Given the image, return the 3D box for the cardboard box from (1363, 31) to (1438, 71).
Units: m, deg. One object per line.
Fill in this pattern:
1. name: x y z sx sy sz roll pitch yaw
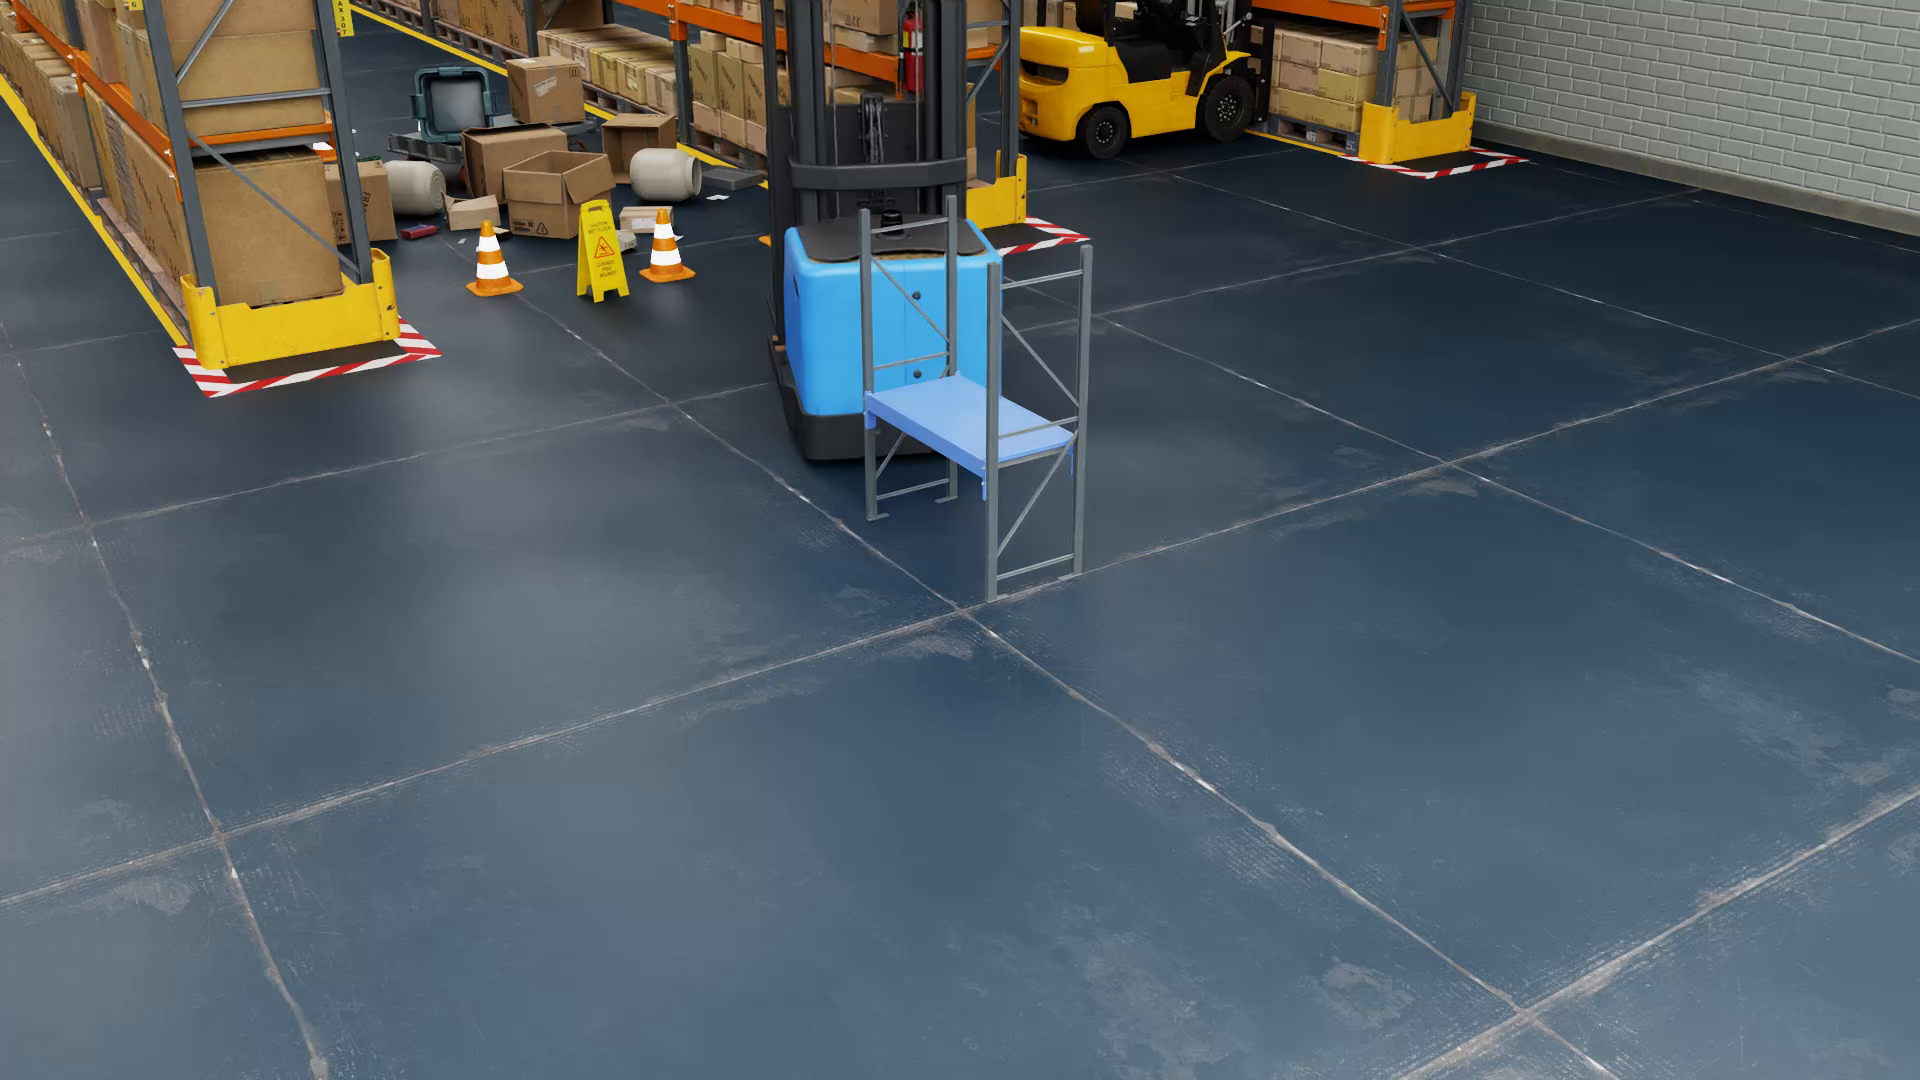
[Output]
1. cardboard box: 4.052 -4.526 15.383 0.500 0.250 0.500 -16 30 -30

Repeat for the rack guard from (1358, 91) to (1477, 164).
1. rack guard: 4.169 -3.773 15.156 1.175 0.500 0.348 -16 29 -30

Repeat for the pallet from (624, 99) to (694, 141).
1. pallet: -2.610 -4.202 16.403 1.003 0.211 1.213 -16 29 -30

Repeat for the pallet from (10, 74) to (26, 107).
1. pallet: -9.547 -4.880 17.841 1.003 0.211 1.213 -16 29 -30

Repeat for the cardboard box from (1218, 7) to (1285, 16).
1. cardboard box: 2.957 -5.248 16.912 0.500 0.250 0.500 -15 29 -29

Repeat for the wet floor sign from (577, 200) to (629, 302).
1. wet floor sign: -2.418 -1.950 11.126 0.267 0.644 0.232 -22 33 -38

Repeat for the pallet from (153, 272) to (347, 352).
1. pallet: -4.595 -1.571 10.830 1.003 0.211 1.213 -16 29 -30

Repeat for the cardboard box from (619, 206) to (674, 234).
1. cardboard box: -2.408 -2.462 12.792 0.380 0.149 0.250 -1 25 -3

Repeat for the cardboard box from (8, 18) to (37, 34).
1. cardboard box: -9.053 -5.008 16.402 0.500 0.250 0.500 -16 30 -31

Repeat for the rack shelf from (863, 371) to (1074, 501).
1. rack shelf: 0.047 -0.485 7.442 0.538 0.185 1.000 -16 29 -30

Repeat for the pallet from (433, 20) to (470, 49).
1. pallet: -6.067 -6.526 21.328 1.003 0.211 1.213 -16 29 -30

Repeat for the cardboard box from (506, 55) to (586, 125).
1. cardboard box: -3.659 -3.971 14.689 0.500 0.500 0.500 -16 29 -30

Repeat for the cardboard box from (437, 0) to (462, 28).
1. cardboard box: -6.146 -7.072 21.214 0.875 0.875 0.875 -15 29 -28

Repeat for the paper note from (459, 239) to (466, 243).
1. paper note: -3.740 -2.248 12.501 0.032 0.001 0.123 -1 25 -3

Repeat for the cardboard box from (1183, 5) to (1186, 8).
1. cardboard box: 2.245 -5.310 17.042 0.500 0.250 0.500 -15 29 -29

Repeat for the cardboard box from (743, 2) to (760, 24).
1. cardboard box: -1.590 -4.424 13.901 0.380 0.149 0.250 -15 29 -29

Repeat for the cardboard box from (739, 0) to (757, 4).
1. cardboard box: -1.621 -4.785 13.907 0.500 0.500 0.500 -16 30 -30

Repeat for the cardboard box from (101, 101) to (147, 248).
1. cardboard box: -5.496 -2.661 11.870 0.875 0.875 0.875 -15 29 -29

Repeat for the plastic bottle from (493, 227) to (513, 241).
1. plastic bottle: -3.534 -2.325 12.604 0.283 0.061 0.133 18 31 33

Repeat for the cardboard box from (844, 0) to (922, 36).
1. cardboard box: -0.528 -4.063 12.378 0.500 0.500 0.500 -16 30 -30

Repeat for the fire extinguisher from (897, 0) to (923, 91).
1. fire extinguisher: -0.324 -3.570 11.890 0.296 0.674 0.183 -16 29 -30

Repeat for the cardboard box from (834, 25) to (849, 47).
1. cardboard box: -0.737 -3.885 12.761 0.380 0.149 0.250 -16 30 -30

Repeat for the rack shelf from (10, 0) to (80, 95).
1. rack shelf: -7.368 -4.385 14.367 1.077 0.370 4.000 -16 29 -30

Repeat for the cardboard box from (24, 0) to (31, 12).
1. cardboard box: -7.886 -4.885 14.468 0.500 0.500 0.500 -16 29 -30

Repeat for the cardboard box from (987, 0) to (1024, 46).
1. cardboard box: 0.849 -6.190 19.639 0.875 0.625 0.625 -17 30 -32

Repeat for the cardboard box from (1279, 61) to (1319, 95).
1. cardboard box: 3.364 -4.368 15.631 0.500 0.250 0.500 -16 30 -30

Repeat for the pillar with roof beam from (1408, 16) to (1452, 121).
1. pillar with roof beam: 0.924 -7.081 12.208 9.100 9.000 0.400 -16 29 -30

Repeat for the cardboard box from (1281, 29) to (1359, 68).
1. cardboard box: 3.360 -4.584 15.504 0.500 0.250 0.500 -15 29 -29

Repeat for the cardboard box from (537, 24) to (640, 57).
1. cardboard box: -4.068 -5.412 18.287 0.950 0.372 0.625 -18 31 -33

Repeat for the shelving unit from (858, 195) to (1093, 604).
1. shelving unit: 0.047 -0.648 7.365 0.538 1.500 1.048 -16 29 -30

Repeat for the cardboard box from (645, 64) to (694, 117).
1. cardboard box: -2.473 -4.373 16.086 0.950 0.372 0.625 -15 29 -29

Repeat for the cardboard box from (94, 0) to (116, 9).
1. cardboard box: -5.231 -3.828 10.905 0.875 0.550 0.500 -16 29 -30

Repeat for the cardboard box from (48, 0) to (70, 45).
1. cardboard box: -6.785 -4.164 12.940 0.500 0.500 0.500 -16 29 -30

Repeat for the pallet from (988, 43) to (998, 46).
1. pallet: 0.868 -5.773 19.731 1.003 0.211 1.213 -16 29 -30

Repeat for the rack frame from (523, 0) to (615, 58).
1. rack frame: -4.368 -6.615 18.249 1.000 3.000 0.127 -16 29 -30

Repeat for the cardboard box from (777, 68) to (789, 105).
1. cardboard box: -1.214 -3.633 13.783 0.500 0.500 0.500 -16 30 -31

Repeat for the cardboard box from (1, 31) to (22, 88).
1. cardboard box: -9.621 -5.031 17.330 0.500 0.500 0.500 -17 30 -32

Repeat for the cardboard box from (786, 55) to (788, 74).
1. cardboard box: -1.190 -3.859 13.502 0.380 0.149 0.250 -14 29 -27

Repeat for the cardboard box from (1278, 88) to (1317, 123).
1. cardboard box: 3.372 -4.133 15.720 0.500 0.250 0.500 -16 29 -30

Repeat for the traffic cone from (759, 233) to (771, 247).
1. traffic cone: -1.316 -2.460 12.418 0.336 0.463 0.334 -16 29 -30

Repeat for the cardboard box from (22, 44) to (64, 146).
1. cardboard box: -7.723 -4.047 14.953 1.050 0.750 0.750 -15 29 -29

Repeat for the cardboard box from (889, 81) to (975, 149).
1. cardboard box: -0.223 -3.401 13.291 0.500 0.500 0.500 -17 30 -31

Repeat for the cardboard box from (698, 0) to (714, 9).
1. cardboard box: -2.100 -4.805 14.709 0.380 0.149 0.250 -15 29 -28

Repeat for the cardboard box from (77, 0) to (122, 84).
1. cardboard box: -5.550 -3.521 11.520 0.875 0.550 0.550 -16 29 -30

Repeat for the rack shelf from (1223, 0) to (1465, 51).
1. rack shelf: 3.064 -5.302 16.310 1.077 0.370 4.000 -16 29 -30

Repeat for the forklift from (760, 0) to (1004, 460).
1. forklift: -0.551 -2.332 9.258 1.130 2.935 3.031 -5 26 -10

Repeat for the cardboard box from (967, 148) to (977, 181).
1. cardboard box: -0.209 -3.053 13.433 0.500 0.250 0.500 -16 30 -30
